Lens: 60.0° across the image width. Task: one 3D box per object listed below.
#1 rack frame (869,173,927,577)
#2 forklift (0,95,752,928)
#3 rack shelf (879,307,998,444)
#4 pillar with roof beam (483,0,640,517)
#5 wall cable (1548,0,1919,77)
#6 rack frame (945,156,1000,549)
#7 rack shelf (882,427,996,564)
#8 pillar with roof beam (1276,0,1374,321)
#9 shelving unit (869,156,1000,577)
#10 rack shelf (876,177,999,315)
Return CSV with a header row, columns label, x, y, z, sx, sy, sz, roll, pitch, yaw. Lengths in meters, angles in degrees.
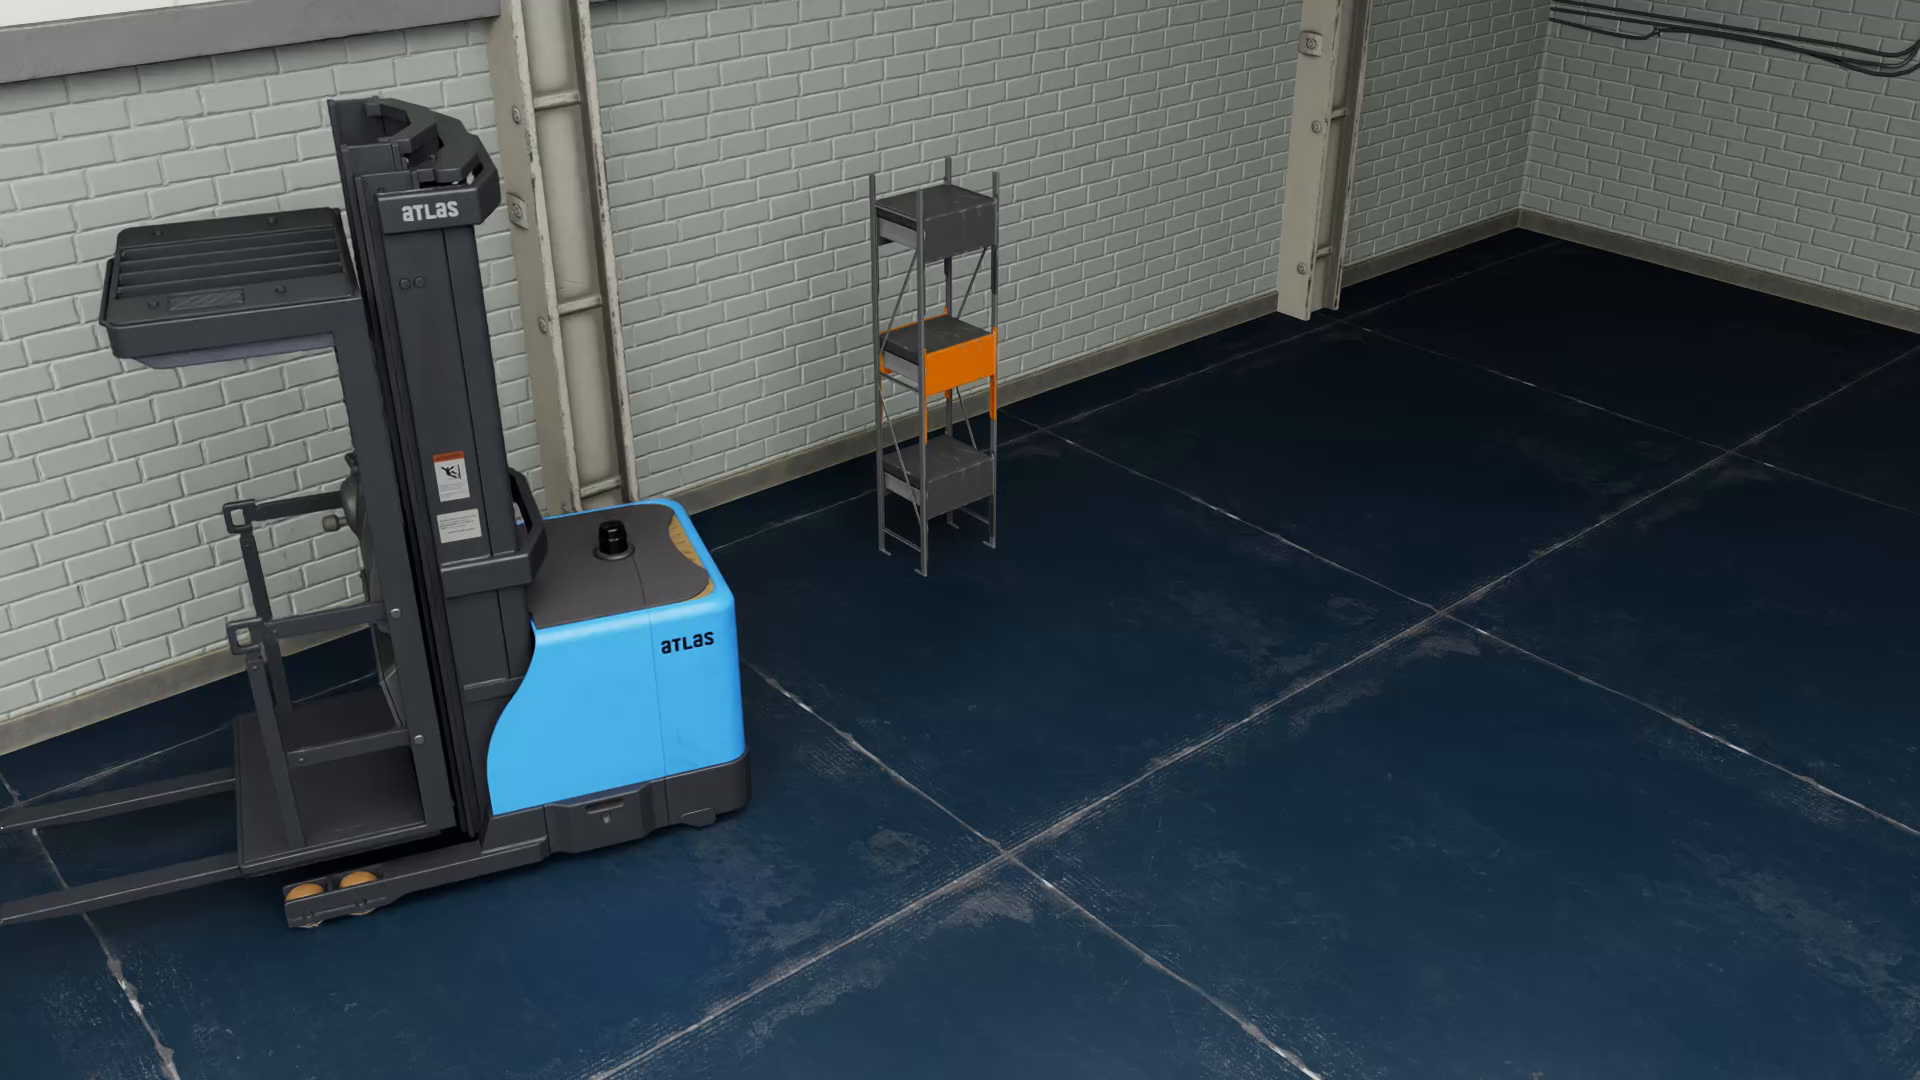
label,x,y,z,sx,sy,sz,roll,pitch,yaw
rack frame,-0.312,-0.801,8.521,0.015,2.100,0.400,-22,35,-35
forklift,-2.452,-0.075,6.280,3.031,2.935,1.130,-11,30,-19
rack shelf,-0.126,-0.863,8.667,0.480,0.518,0.431,-22,35,-35
pillar with roof beam,0.832,-2.324,4.052,0.400,9.000,9.100,-22,35,-35
wall cable,5.701,-4.761,11.906,0.112,2.526,3.097,-22,35,-35
rack frame,0.060,-0.950,8.800,0.015,2.100,0.400,-22,35,-35
rack shelf,-0.126,-0.246,8.997,0.480,0.518,0.431,-22,35,-35
pillar with roof beam,5.396,-4.160,7.486,0.400,9.000,9.100,-22,35,-35
shelving unit,-0.126,-0.875,8.660,0.503,2.100,0.431,-22,35,-35
rack shelf,-0.126,-1.481,8.337,0.480,0.518,0.431,-22,35,-35
